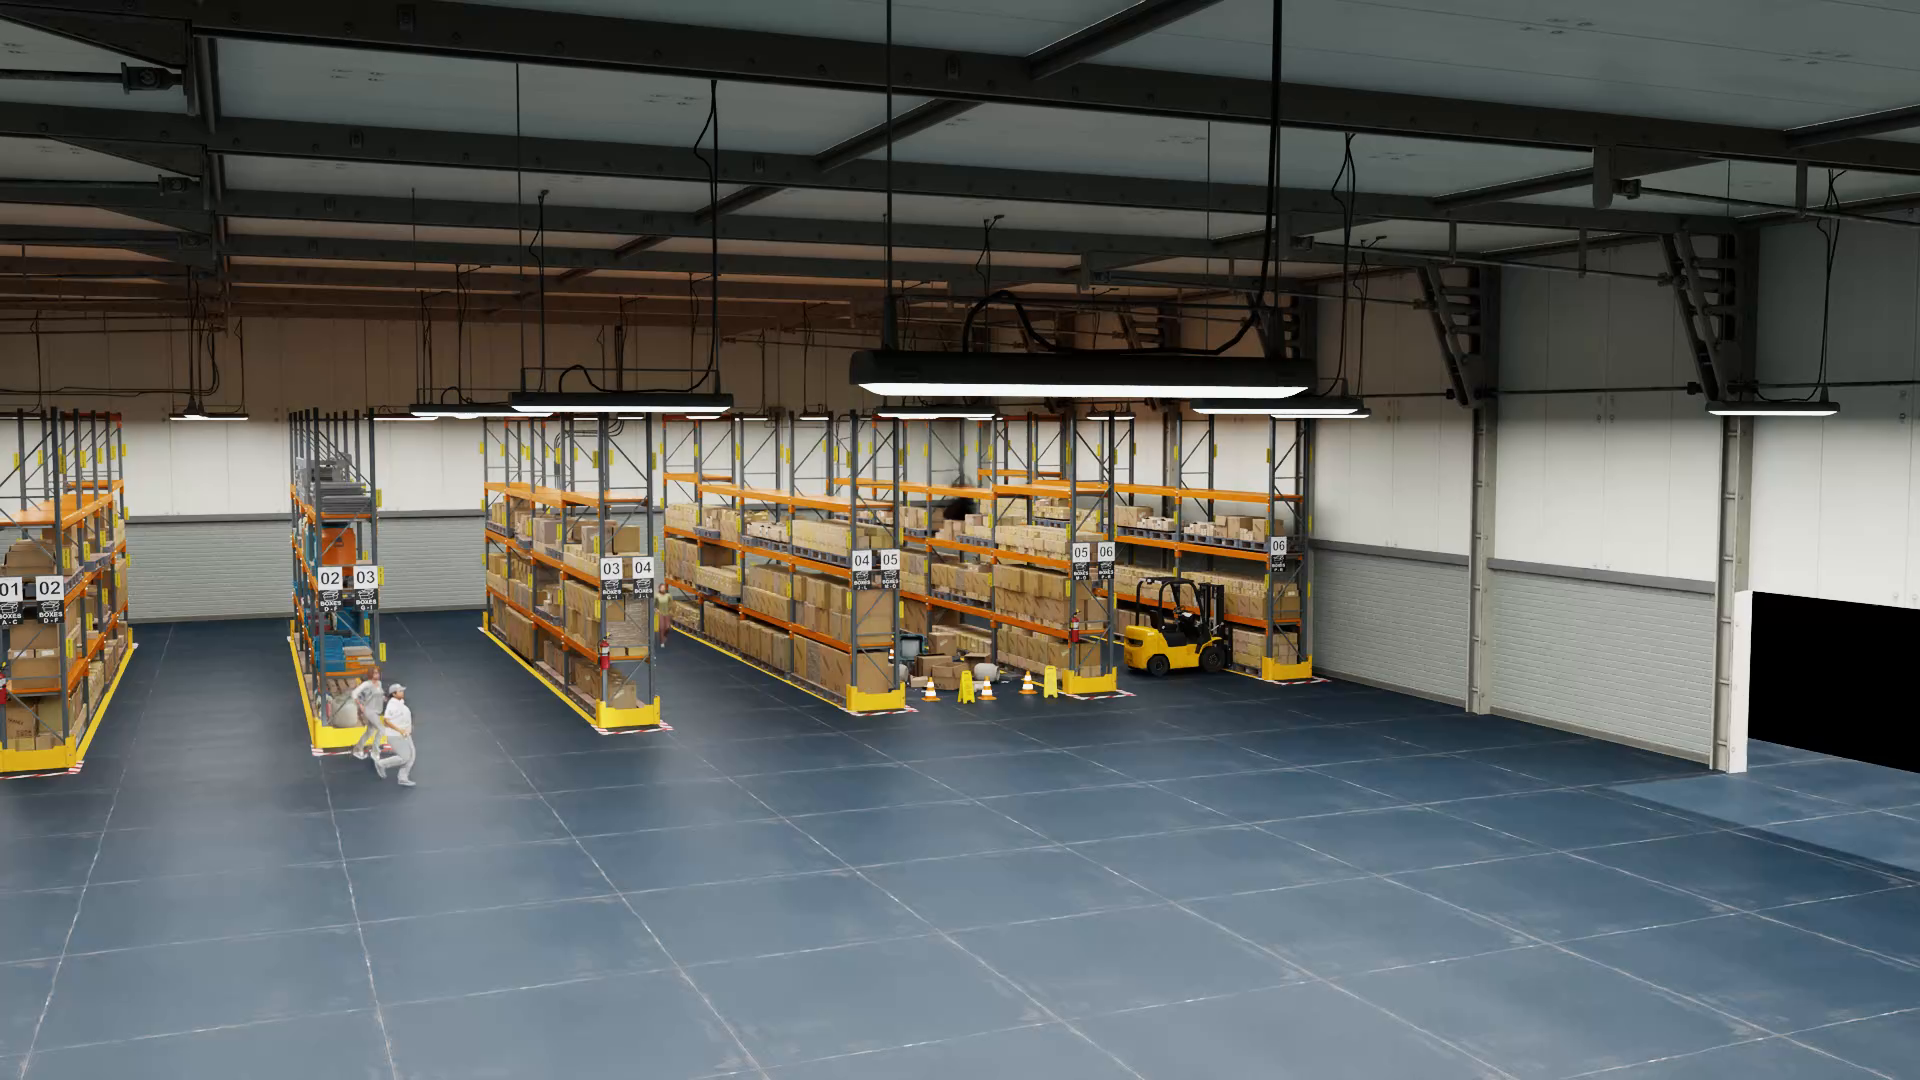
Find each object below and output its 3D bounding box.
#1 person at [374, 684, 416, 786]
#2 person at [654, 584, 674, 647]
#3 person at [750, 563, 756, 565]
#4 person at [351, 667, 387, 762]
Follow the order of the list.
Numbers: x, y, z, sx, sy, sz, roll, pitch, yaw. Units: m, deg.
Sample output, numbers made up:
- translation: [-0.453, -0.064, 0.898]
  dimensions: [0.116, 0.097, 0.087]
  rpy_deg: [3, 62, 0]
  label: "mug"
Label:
- translation: [-8.919, 3.080, 26.267]
  dimensions: [0.607, 1.630, 0.608]
  rpy_deg: [0, 4, -5]
  label: "person"
- translation: [-7.618, 1.925, 42.691]
  dimensions: [0.610, 1.630, 0.569]
  rpy_deg: [-2, 4, -21]
  label: "person"
- translation: [-5.988, 1.504, 47.803]
  dimensions: [0.746, 1.724, 0.593]
  rpy_deg: [-2, 4, -22]
  label: "person"
- translation: [-9.972, 2.959, 28.124]
  dimensions: [0.644, 1.628, 0.528]
  rpy_deg: [1, 4, 11]
  label: "person"
